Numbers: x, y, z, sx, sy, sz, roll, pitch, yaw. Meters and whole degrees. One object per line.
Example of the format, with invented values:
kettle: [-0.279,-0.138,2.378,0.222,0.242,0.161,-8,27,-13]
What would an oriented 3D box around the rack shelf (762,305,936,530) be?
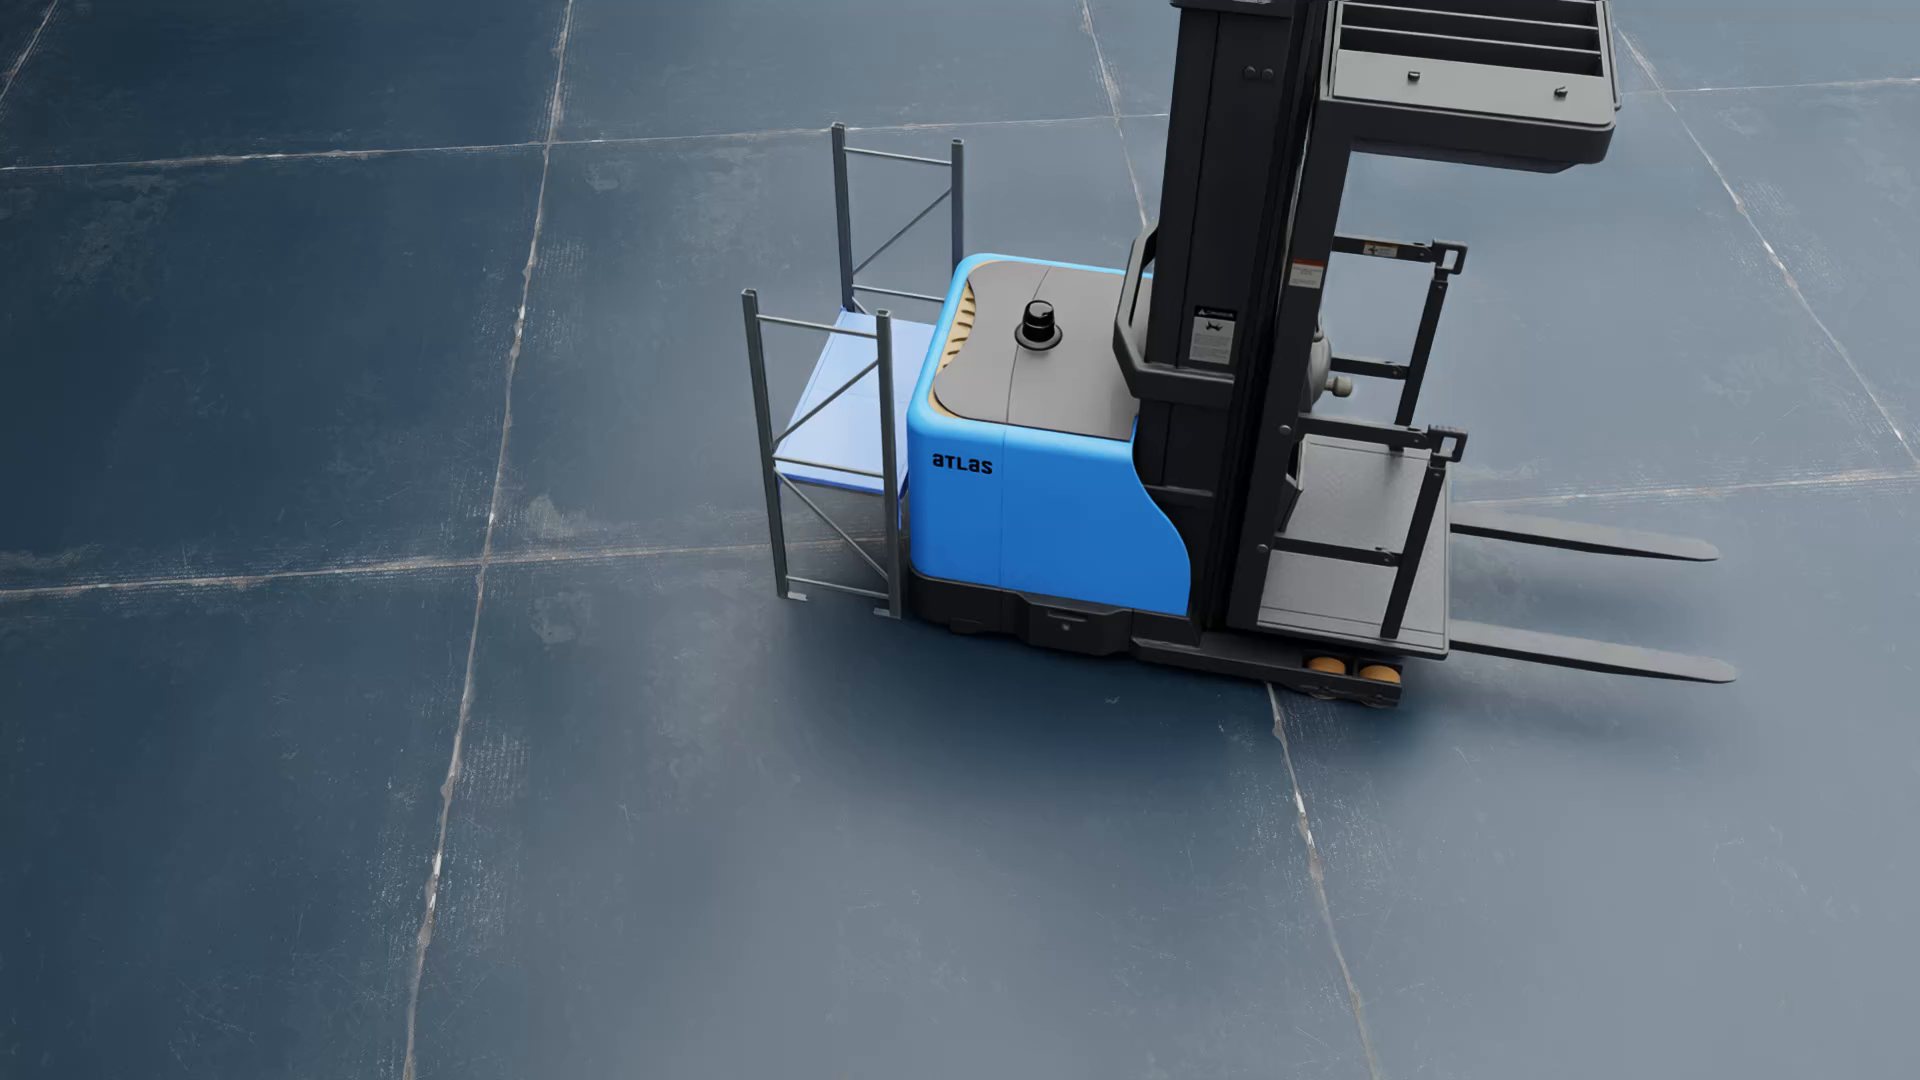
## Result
rack shelf: [-0.350,-0.495,6.433,0.538,0.185,1.000,10,47,9]

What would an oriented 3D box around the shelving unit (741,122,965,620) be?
shelving unit: [-0.350,-0.619,6.303,0.538,1.500,1.048,10,47,9]

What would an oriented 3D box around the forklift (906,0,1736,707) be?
forklift: [1.371,-0.812,5.500,3.031,2.935,1.130,9,47,8]

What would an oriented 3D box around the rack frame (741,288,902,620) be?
rack frame: [-0.471,-0.260,5.963,0.500,1.500,0.032,10,47,9]

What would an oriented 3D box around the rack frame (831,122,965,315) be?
rack frame: [-0.229,-0.977,6.642,0.500,1.500,0.032,10,47,9]
